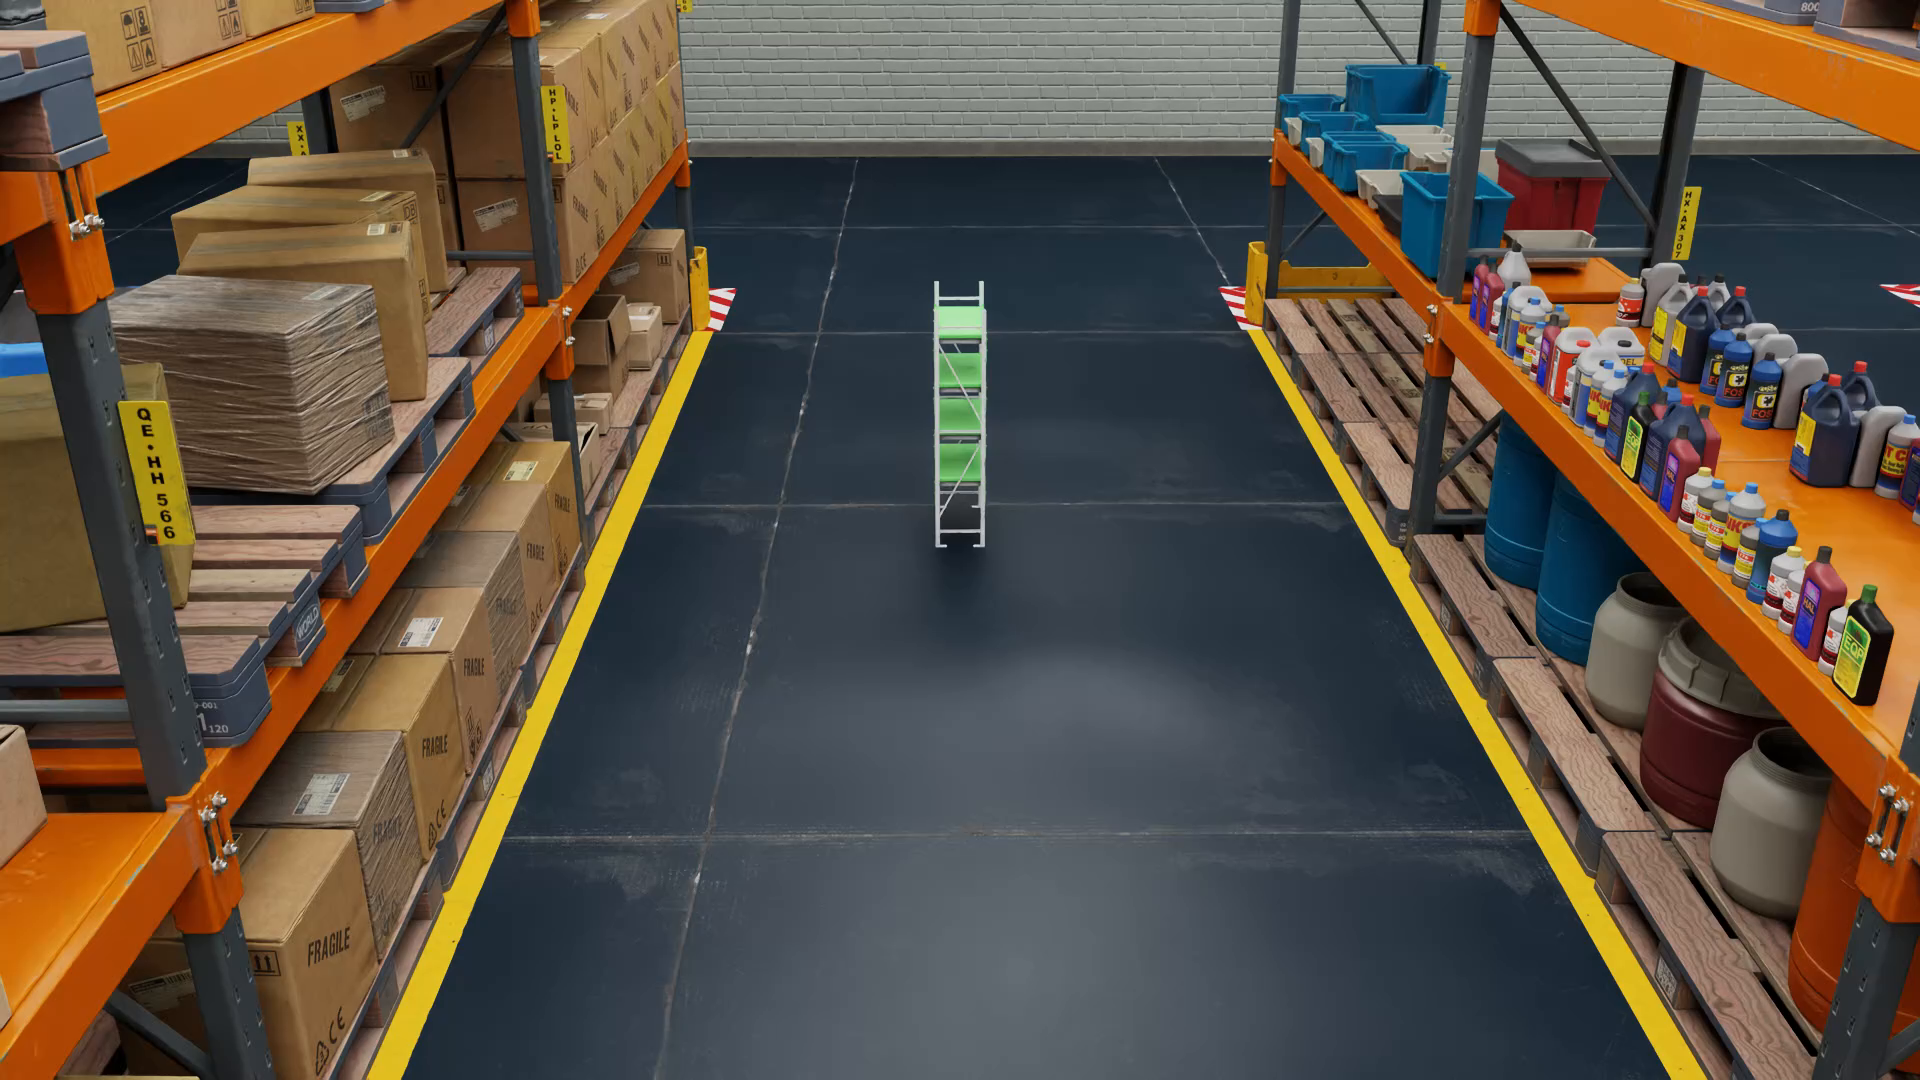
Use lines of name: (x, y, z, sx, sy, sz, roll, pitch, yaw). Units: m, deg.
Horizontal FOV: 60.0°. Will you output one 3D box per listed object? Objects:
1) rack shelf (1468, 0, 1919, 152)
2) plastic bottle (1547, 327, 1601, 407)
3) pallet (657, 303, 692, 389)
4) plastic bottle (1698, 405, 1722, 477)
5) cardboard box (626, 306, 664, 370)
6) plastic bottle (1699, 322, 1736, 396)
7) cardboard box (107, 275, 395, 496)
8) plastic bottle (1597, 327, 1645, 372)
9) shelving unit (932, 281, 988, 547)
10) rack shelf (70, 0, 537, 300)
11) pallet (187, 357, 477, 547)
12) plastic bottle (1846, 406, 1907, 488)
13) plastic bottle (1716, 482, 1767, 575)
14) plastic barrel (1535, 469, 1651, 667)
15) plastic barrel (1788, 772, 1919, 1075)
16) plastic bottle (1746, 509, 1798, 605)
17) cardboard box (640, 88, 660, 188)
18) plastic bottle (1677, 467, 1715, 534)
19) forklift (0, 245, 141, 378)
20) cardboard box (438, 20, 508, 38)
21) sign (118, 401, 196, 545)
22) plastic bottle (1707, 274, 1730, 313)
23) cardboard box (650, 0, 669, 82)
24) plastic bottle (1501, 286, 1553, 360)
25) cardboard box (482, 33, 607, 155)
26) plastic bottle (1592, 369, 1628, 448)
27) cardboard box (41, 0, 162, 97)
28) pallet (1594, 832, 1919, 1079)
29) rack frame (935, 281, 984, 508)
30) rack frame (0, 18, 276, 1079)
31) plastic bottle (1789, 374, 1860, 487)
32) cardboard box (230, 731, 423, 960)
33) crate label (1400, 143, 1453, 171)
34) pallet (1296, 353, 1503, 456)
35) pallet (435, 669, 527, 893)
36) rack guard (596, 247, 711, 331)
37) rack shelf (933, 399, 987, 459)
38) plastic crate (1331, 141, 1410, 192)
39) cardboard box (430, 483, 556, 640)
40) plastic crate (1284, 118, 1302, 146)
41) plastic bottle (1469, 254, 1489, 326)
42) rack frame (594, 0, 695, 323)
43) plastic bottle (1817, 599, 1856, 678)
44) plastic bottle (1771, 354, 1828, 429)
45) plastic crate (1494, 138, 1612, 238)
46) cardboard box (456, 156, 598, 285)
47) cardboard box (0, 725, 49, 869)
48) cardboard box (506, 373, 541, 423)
rack shelf: (2.682, -1.491, 5.139, 1.077, 0.370, 4.000, 0, 24, -1)
plastic bottle: (2.295, -0.645, 6.187, 0.152, 0.276, 0.135, 0, 24, -1)
pallet: (-2.326, -1.273, 10.808, 1.003, 0.211, 1.213, 0, 24, -1)
plastic bottle: (2.403, -0.287, 5.386, 0.061, 0.283, 0.133, 0, 24, -1)
cardboard box: (-2.104, -1.236, 10.147, 0.500, 0.250, 0.500, 0, 24, -1)
plastic bottle: (2.873, -0.690, 6.291, 0.097, 0.271, 0.097, 0, 24, 0)
cardboard box: (-2.188, -0.480, 5.041, 0.700, 0.500, 0.500, 4, 25, 9)
plastic bottle: (2.447, -0.646, 6.189, 0.152, 0.276, 0.135, 0, 24, -1)
shelving unit: (-0.002, -0.615, 8.154, 0.258, 1.200, 0.503, 0, 24, -1)
rack shelf: (-2.271, -1.470, 5.093, 1.077, 0.370, 4.000, 0, 24, -1)
pallet: (-2.275, -0.321, 5.552, 1.003, 0.211, 1.213, 0, 24, -1)
plastic bottle: (3.007, -0.322, 5.473, 0.152, 0.276, 0.135, 0, 24, -1)
plastic bottle: (2.283, -0.037, 4.848, 0.097, 0.271, 0.097, 0, 24, 0)
plastic barrel: (2.657, 0.005, 6.636, 0.600, 0.901, 0.708, 0, 24, -1)
plastic barrel: (2.682, 0.968, 4.593, 0.600, 0.830, 0.708, 0, 24, -1)
plastic bottle: (2.285, 0.043, 4.670, 0.097, 0.271, 0.097, 0, 24, 0)
cardboard box: (-2.050, -2.346, 9.676, 0.500, 0.500, 0.500, 0, 24, 0)
plastic bottle: (2.280, -0.125, 5.128, 0.097, 0.201, 0.097, 0, 24, 0)
forklift: (-5.419, -1.353, 7.686, 3.031, 2.935, 1.130, -5, 25, -11)
cardboard box: (-2.571, -2.382, 8.542, 0.500, 0.500, 0.500, 0, 24, 0)
sign: (-1.694, -0.138, 3.511, 0.100, 0.325, 0.005, 0, 24, -1)
plastic bottle: (2.998, -0.876, 6.607, 0.144, 0.351, 0.185, 0, 24, -1)
cardboard box: (-2.050, -3.014, 9.940, 0.500, 0.500, 0.500, 0, 24, 1)
plastic bottle: (2.288, -0.876, 6.697, 0.152, 0.276, 0.135, 0, 24, -1)
cardboard box: (-2.023, -2.164, 8.060, 0.500, 0.500, 0.500, -1, 24, -2)
plastic bottle: (2.272, -0.460, 5.782, 0.097, 0.271, 0.097, 0, 24, 0)
cardboard box: (-2.287, -1.199, 3.499, 0.910, 0.500, 0.500, 0, 24, -1)
pallet: (2.654, 1.318, 5.079, 1.003, 0.211, 1.213, 0, 24, -1)
rack frame: (-0.004, -0.715, 8.376, 0.240, 1.200, 0.015, 0, 24, -1)
rack frame: (-2.249, 0.393, 3.741, 1.000, 3.000, 0.127, 0, 24, -1)
plastic bottle: (2.859, -0.366, 5.479, 0.144, 0.351, 0.185, 0, 24, -1)
cardboard box: (-1.980, 0.927, 5.060, 0.500, 0.500, 0.500, -1, 24, -2)
crate label: (2.823, -2.262, 9.858, 0.396, 0.136, 0.243, 0, 24, -1)
pallet: (2.597, -0.812, 9.789, 1.003, 0.211, 1.213, 0, 24, -1)
pallet: (-2.230, 0.855, 6.105, 1.003, 0.211, 1.213, 0, 24, -1)
rack guard: (-2.336, -1.733, 11.475, 1.175, 0.500, 0.348, 0, 24, -1)
rack shelf: (-0.002, -0.557, 8.180, 0.258, 0.148, 0.480, 0, 24, -1)
plastic crate: (2.308, -2.106, 9.396, 0.416, 0.233, 0.300, 0, 24, -1)
cardboard box: (-2.004, 0.089, 6.912, 0.500, 0.500, 0.500, 0, 24, 0)
plastic crate: (2.211, -2.595, 10.596, 0.250, 0.136, 0.298, 0, 24, -1)
plastic bottle: (2.238, -1.070, 7.117, 0.061, 0.283, 0.133, 0, 24, -1)
rack frame: (-2.336, -2.903, 11.029, 1.000, 3.000, 0.127, 0, 24, -1)
plastic bottle: (2.290, 0.251, 4.297, 0.097, 0.201, 0.097, 0, 24, 0)
plastic bottle: (3.001, -0.549, 5.974, 0.152, 0.276, 0.135, 0, 24, -1)
plastic crate: (2.901, -1.701, 8.221, 0.402, 0.464, 0.583, 0, 24, -1)
cardboard box: (-2.026, -1.512, 7.831, 0.500, 0.500, 0.500, 0, 24, 1)
cardboard box: (-2.289, 0.584, 3.427, 0.500, 0.311, 0.500, 1, 24, 3)
cardboard box: (-2.591, -0.773, 9.048, 0.500, 0.311, 0.500, 0, 24, -1)
